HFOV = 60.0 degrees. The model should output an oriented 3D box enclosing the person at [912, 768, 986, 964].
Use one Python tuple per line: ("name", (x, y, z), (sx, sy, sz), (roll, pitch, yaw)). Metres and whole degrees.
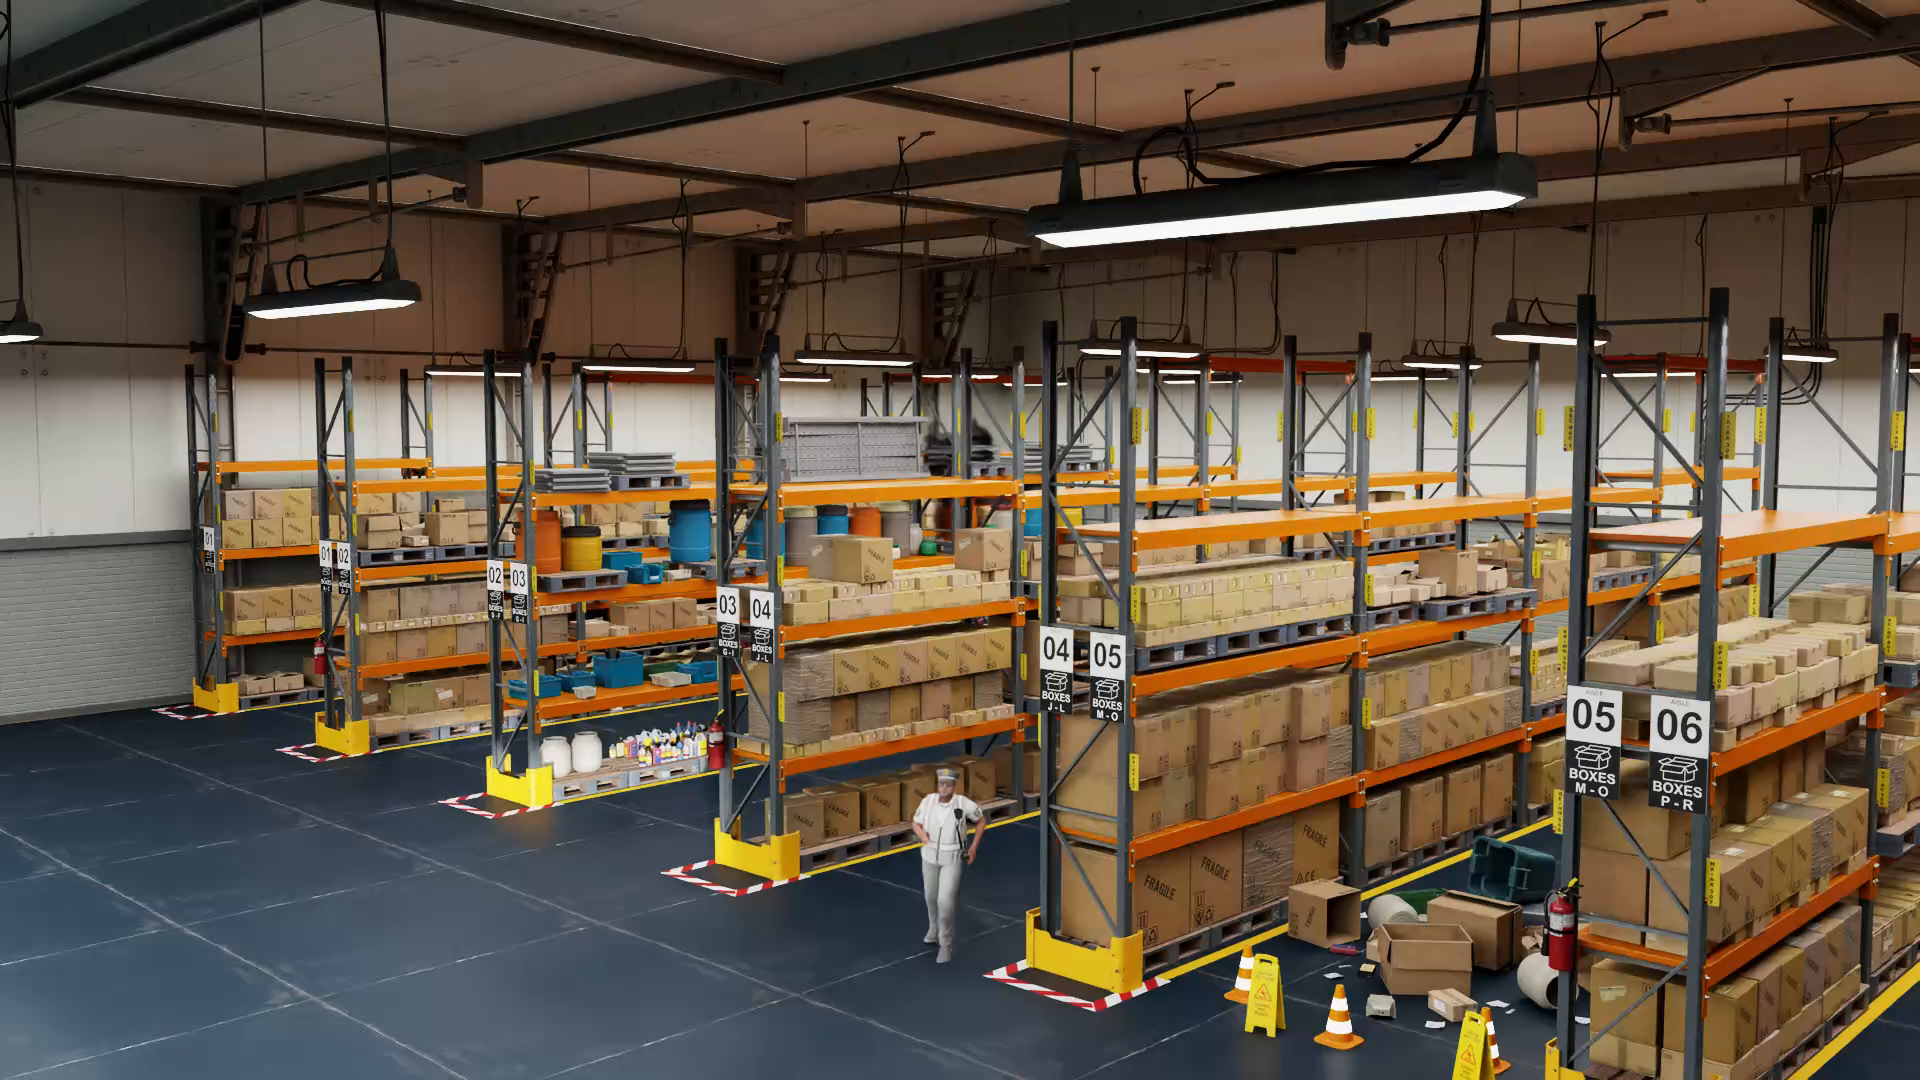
("person", (-0.141, 3.081, 15.855), (0.678, 1.861, 0.665), (1, 5, 17))
